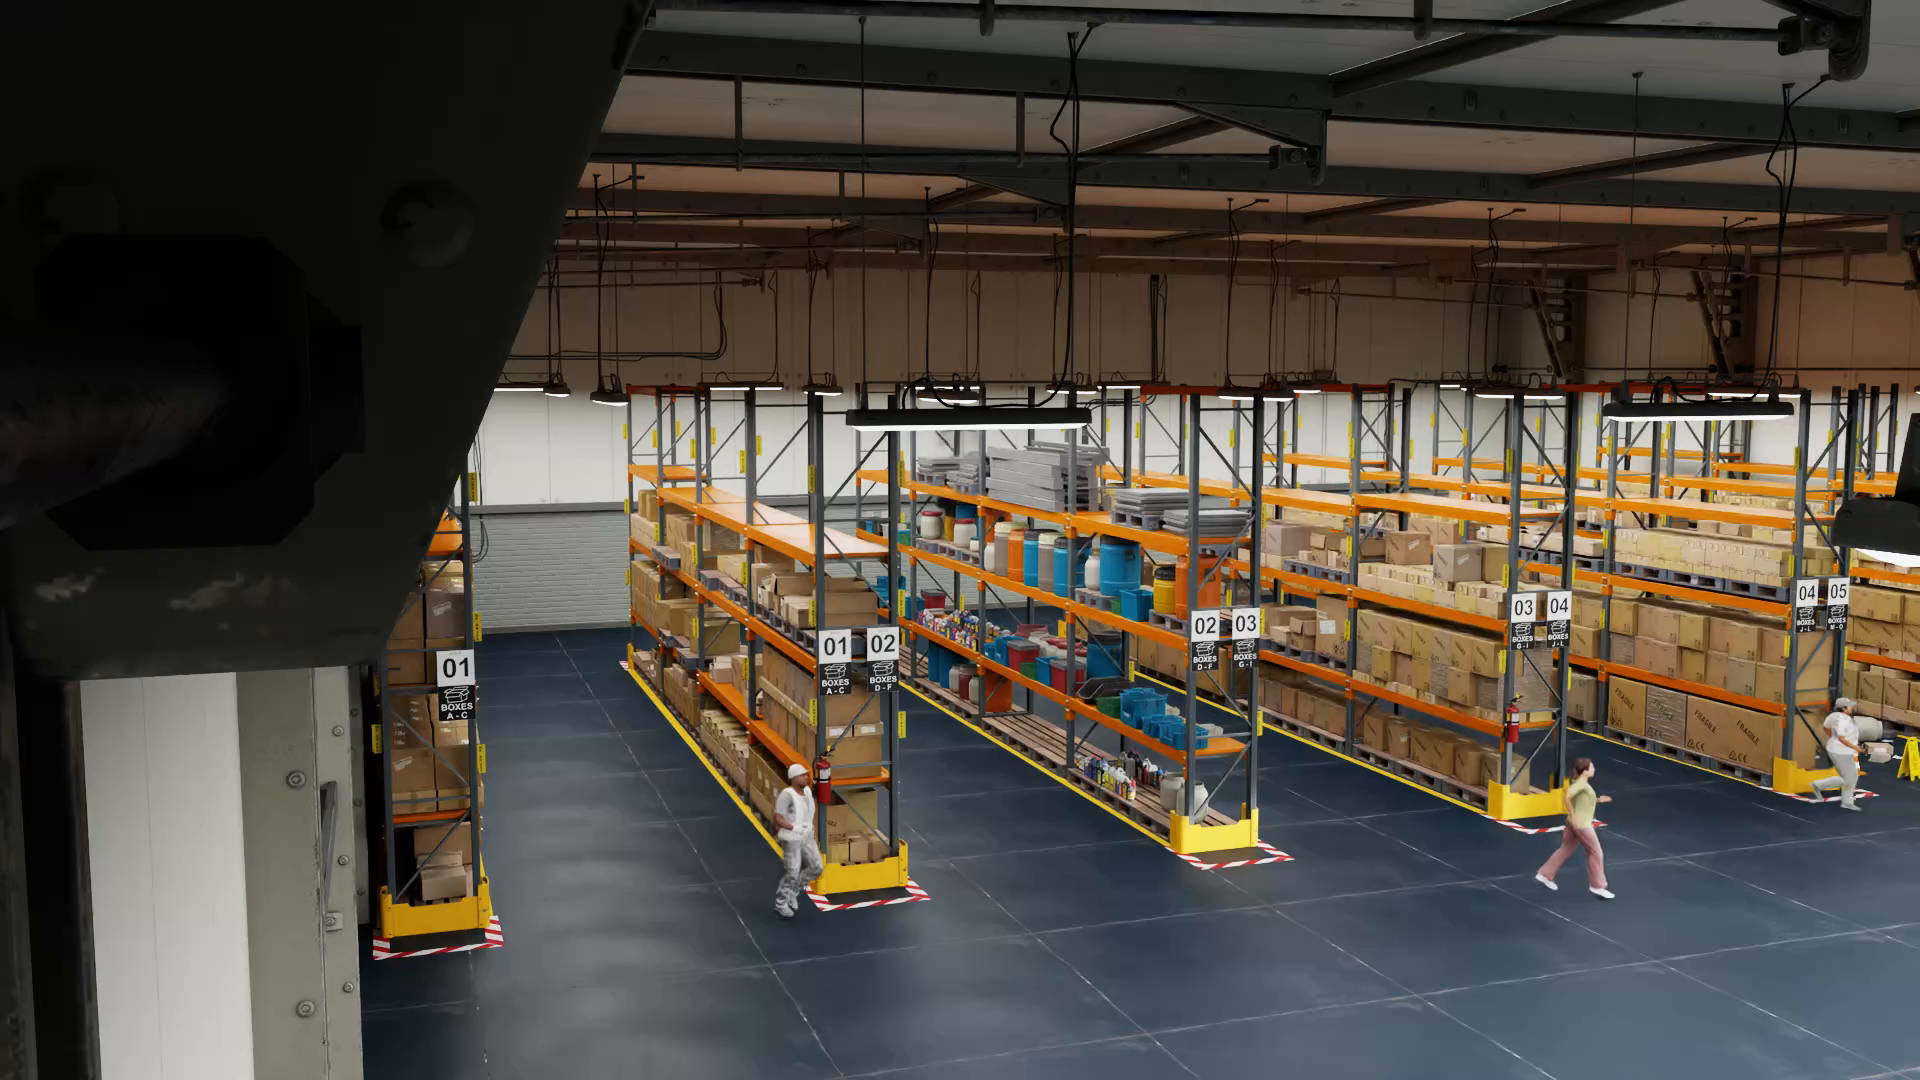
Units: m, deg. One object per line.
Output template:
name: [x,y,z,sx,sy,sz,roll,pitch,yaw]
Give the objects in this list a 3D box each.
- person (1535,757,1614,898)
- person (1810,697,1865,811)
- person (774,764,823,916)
person: [7.373,3.427,19.879,0.913,1.694,0.556,1,6,5]
person: [12.604,3.072,23.876,0.746,1.655,0.616,1,6,13]
person: [-1.844,3.469,19.302,0.562,1.745,0.696,4,7,34]
